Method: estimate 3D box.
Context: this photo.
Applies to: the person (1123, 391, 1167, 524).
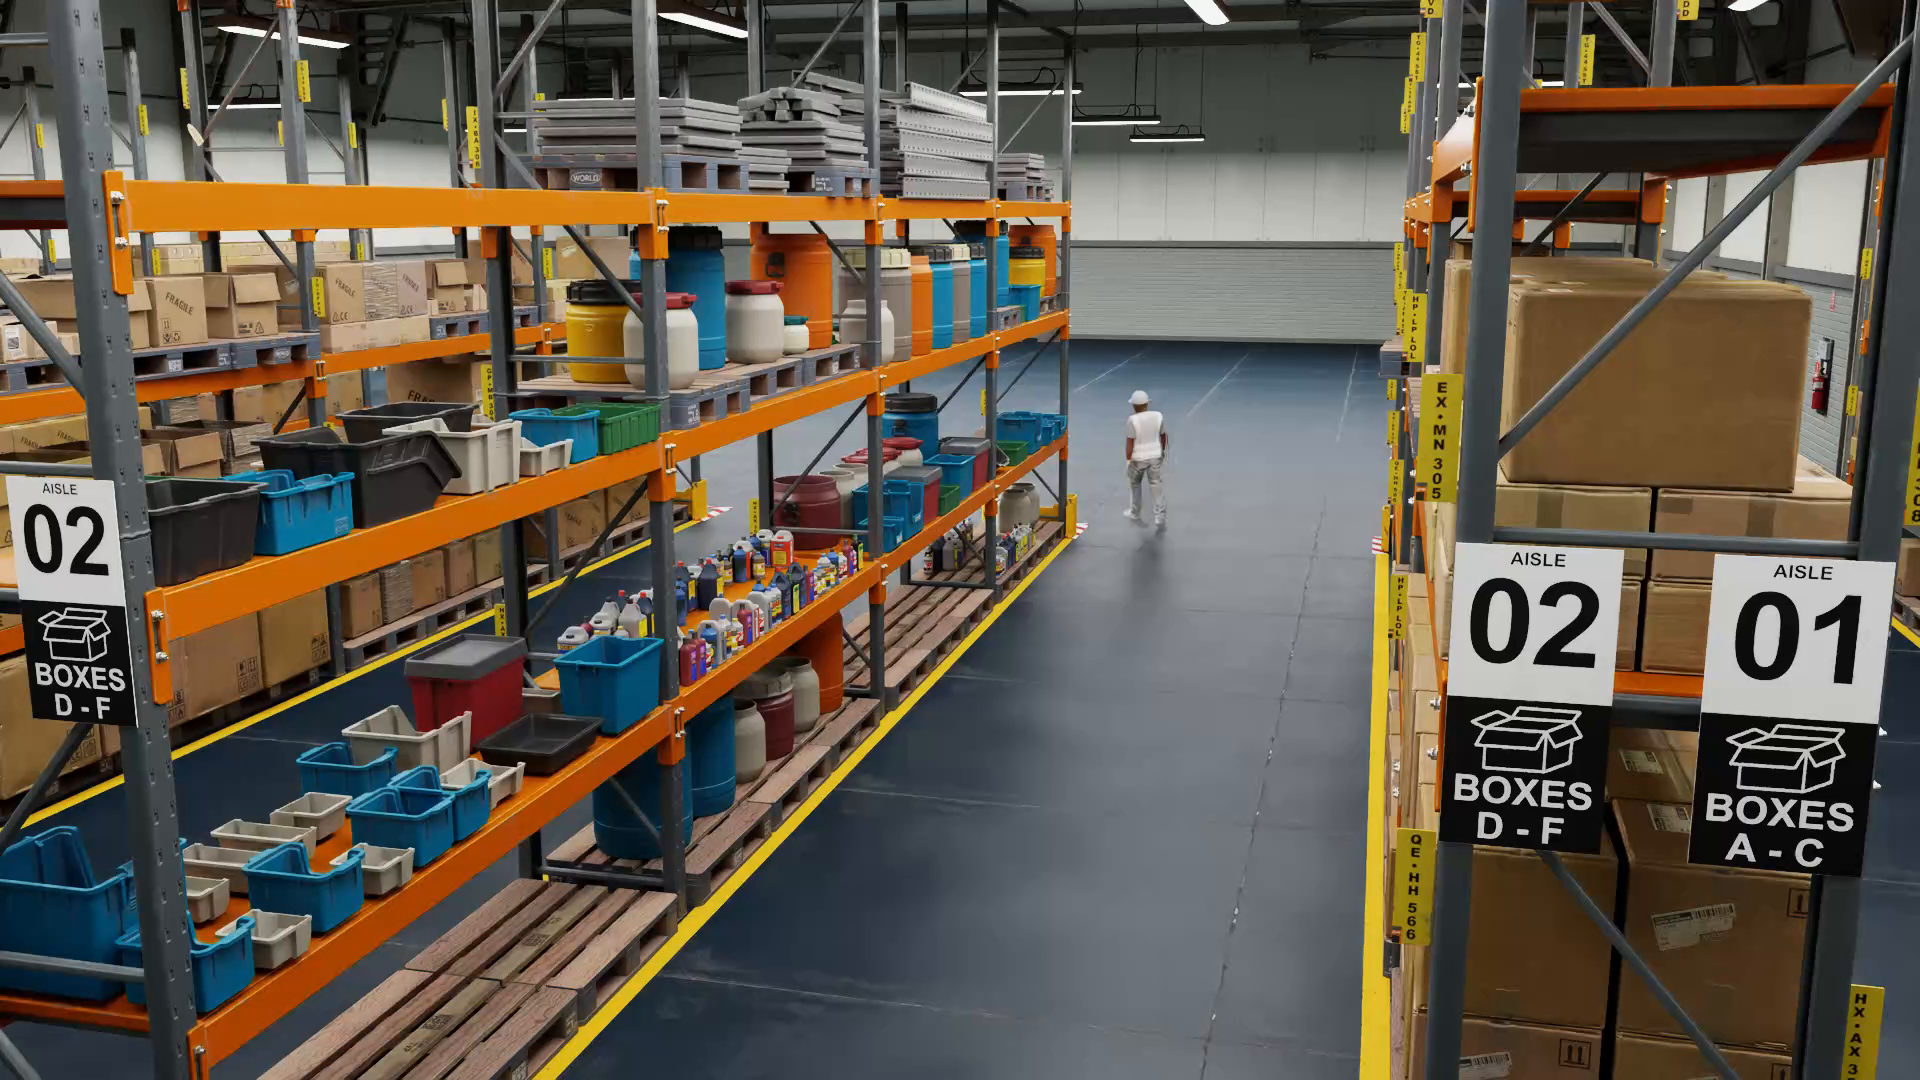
[{"bbox_3d":[2.388,-1.072,21.490,0.632,1.733,1.002,-3,12,-14],"label":"person"}]
